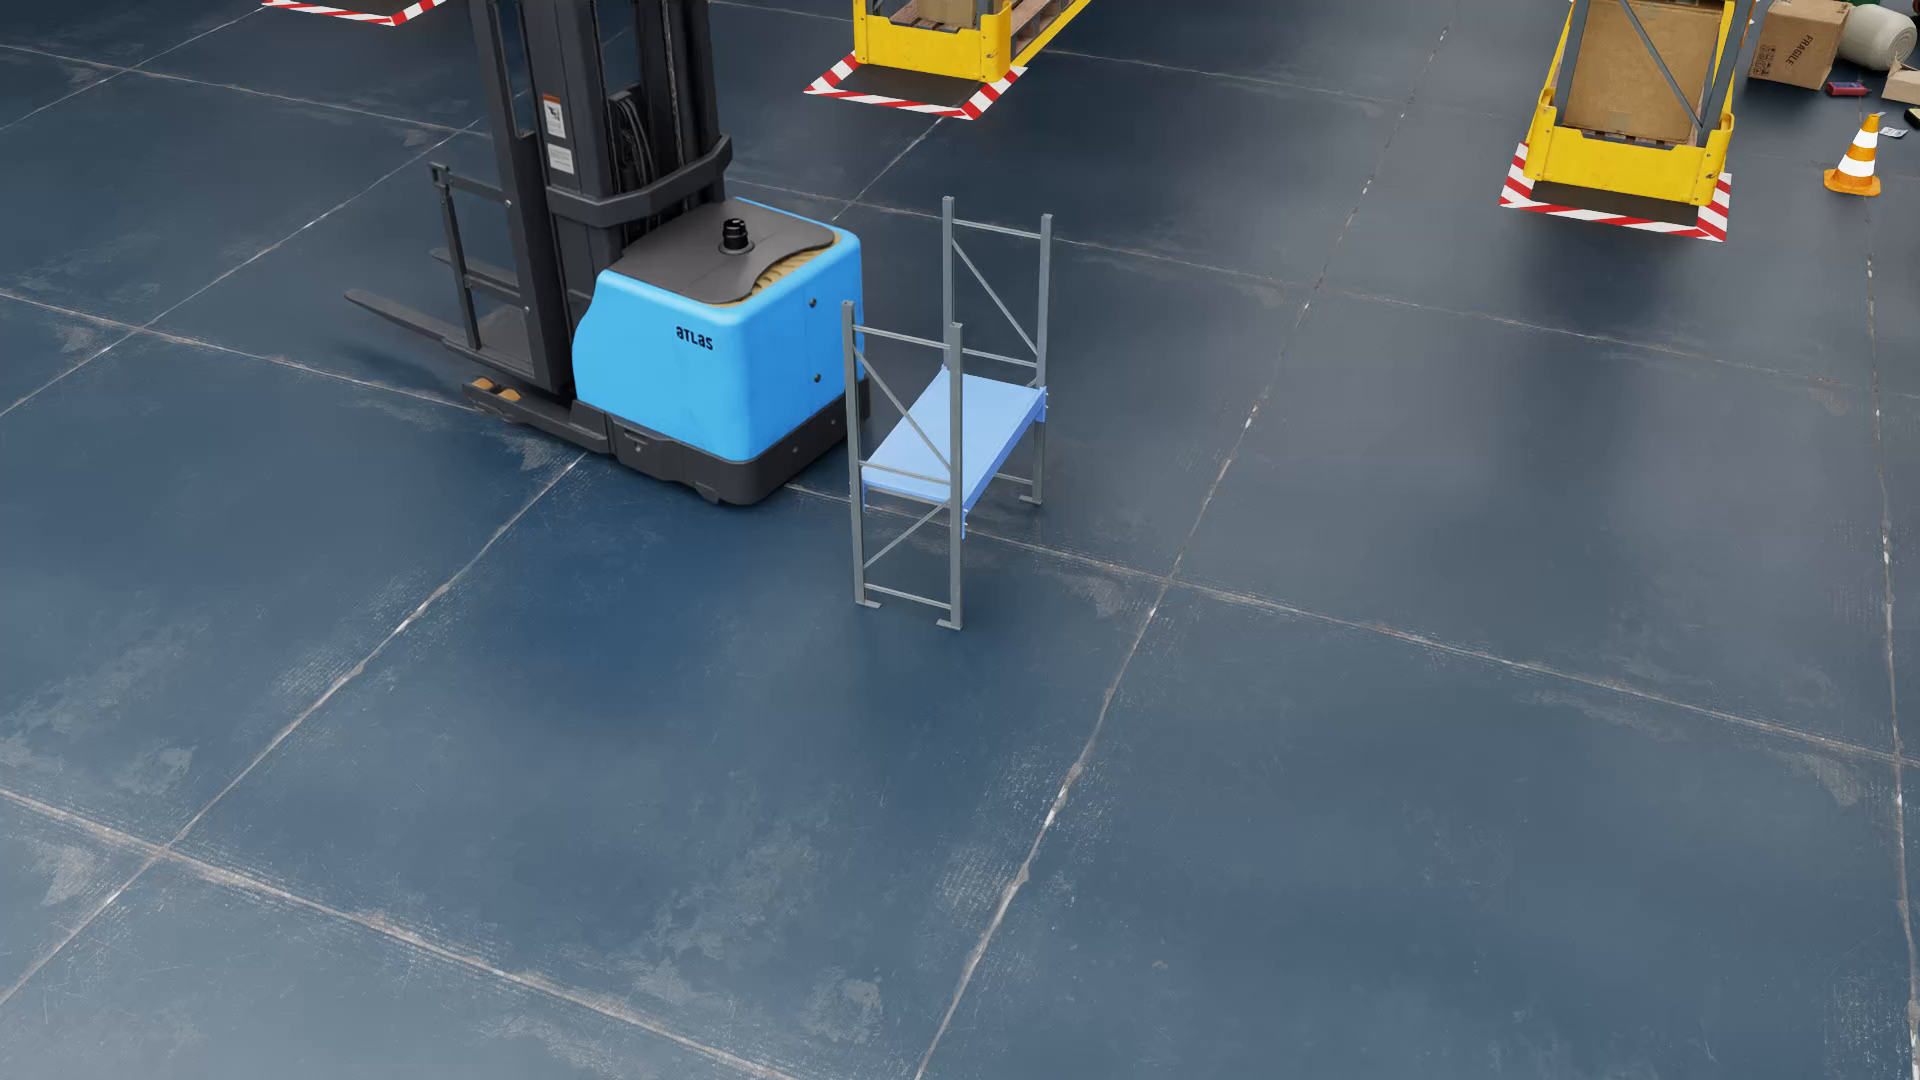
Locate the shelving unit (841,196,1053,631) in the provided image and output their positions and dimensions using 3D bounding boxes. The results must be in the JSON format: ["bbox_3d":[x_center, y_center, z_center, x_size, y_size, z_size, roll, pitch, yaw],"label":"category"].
[{"bbox_3d":[-0.032,-0.553,7.238,0.538,1.500,1.048,14,39,18],"label":"shelving unit"}]

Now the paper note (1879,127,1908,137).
[{"bbox_3d":[6.461,-2.828,11.510,0.144,0.017,0.142,29,45,33],"label":"paper note"}]

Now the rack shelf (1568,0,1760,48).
[{"bbox_3d":[5.071,-4.379,11.704,1.077,0.370,4.000,14,39,18],"label":"rack shelf"}]

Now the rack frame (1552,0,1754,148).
[{"bbox_3d":[4.310,-3.560,10.007,1.000,3.000,0.127,14,39,18],"label":"rack frame"}]

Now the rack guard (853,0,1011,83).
[{"bbox_3d":[-0.210,-3.787,12.398,1.175,0.500,0.348,14,39,18],"label":"rack guard"}]

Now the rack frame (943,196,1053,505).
[{"bbox_3d":[0.161,-0.835,7.614,0.500,1.500,0.032,14,39,18],"label":"rack frame"}]

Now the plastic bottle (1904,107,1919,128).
[{"bbox_3d":[6.729,-2.974,11.678,0.133,0.061,0.283,1,37,2],"label":"plastic bottle"}]

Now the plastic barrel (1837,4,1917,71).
[{"bbox_3d":[6.819,-3.765,12.434,0.421,0.421,0.512,-17,40,-22],"label":"plastic barrel"}]

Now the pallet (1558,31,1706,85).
[{"bbox_3d":[5.007,-3.577,12.359,1.003,0.211,1.213,14,39,18],"label":"pallet"}]

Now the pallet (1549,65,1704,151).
[{"bbox_3d":[4.542,-2.903,11.458,1.003,0.211,1.213,14,39,18],"label":"pallet"}]

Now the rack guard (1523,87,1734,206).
[{"bbox_3d":[4.301,-2.545,10.738,1.175,0.500,0.348,14,39,18],"label":"rack guard"}]

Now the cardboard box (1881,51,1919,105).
[{"bbox_3d":[6.881,-3.308,11.954,0.396,0.266,0.258,21,42,25],"label":"cardboard box"}]

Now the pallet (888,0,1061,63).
[{"bbox_3d":[0.132,-4.113,13.076,1.003,0.211,1.213,14,39,18],"label":"pallet"}]

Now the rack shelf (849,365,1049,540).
[{"bbox_3d":[-0.032,-0.409,7.345,0.538,0.185,1.000,14,39,18],"label":"rack shelf"}]

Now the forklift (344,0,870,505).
[{"bbox_3d":[-1.968,-2.020,8.004,3.031,2.935,1.130,22,42,26],"label":"forklift"}]

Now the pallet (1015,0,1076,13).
[{"bbox_3d":[0.598,-4.786,13.976,1.003,0.211,1.213,14,39,18],"label":"pallet"}]

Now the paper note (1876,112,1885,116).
[{"bbox_3d":[6.508,-3.013,11.772,0.123,0.001,0.032,-25,43,-29],"label":"paper note"}]

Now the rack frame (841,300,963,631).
[{"bbox_3d":[-0.226,-0.272,6.861,0.500,1.500,0.032,14,39,18],"label":"rack frame"}]

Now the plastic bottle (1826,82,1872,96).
[{"bbox_3d":[6.463,-3.276,12.082,0.283,0.061,0.133,1,37,2],"label":"plastic bottle"}]

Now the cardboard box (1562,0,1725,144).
[{"bbox_3d":[4.507,-3.268,11.040,0.875,0.875,0.875,14,39,18],"label":"cardboard box"}]

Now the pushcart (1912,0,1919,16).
[{"bbox_3d":[8.320,-4.144,12.979,1.648,0.377,0.936,1,37,2],"label":"pushcart"}]

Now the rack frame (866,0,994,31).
[{"bbox_3d":[-0.239,-4.746,11.594,1.000,3.000,0.127,14,39,18],"label":"rack frame"}]

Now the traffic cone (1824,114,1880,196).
[{"bbox_3d":[5.825,-2.514,10.727,0.336,0.463,0.334,14,39,18],"label":"traffic cone"}]

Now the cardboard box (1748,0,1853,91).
[{"bbox_3d":[6.190,-3.681,12.255,0.500,0.500,0.500,21,42,25],"label":"cardboard box"}]

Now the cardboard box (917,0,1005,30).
[{"bbox_3d":[0.014,-4.255,12.674,0.500,0.500,0.500,21,42,26],"label":"cardboard box"}]

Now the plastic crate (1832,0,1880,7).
[{"bbox_3d":[6.977,-4.277,13.267,0.662,0.188,0.450,-25,33,-29],"label":"plastic crate"}]
